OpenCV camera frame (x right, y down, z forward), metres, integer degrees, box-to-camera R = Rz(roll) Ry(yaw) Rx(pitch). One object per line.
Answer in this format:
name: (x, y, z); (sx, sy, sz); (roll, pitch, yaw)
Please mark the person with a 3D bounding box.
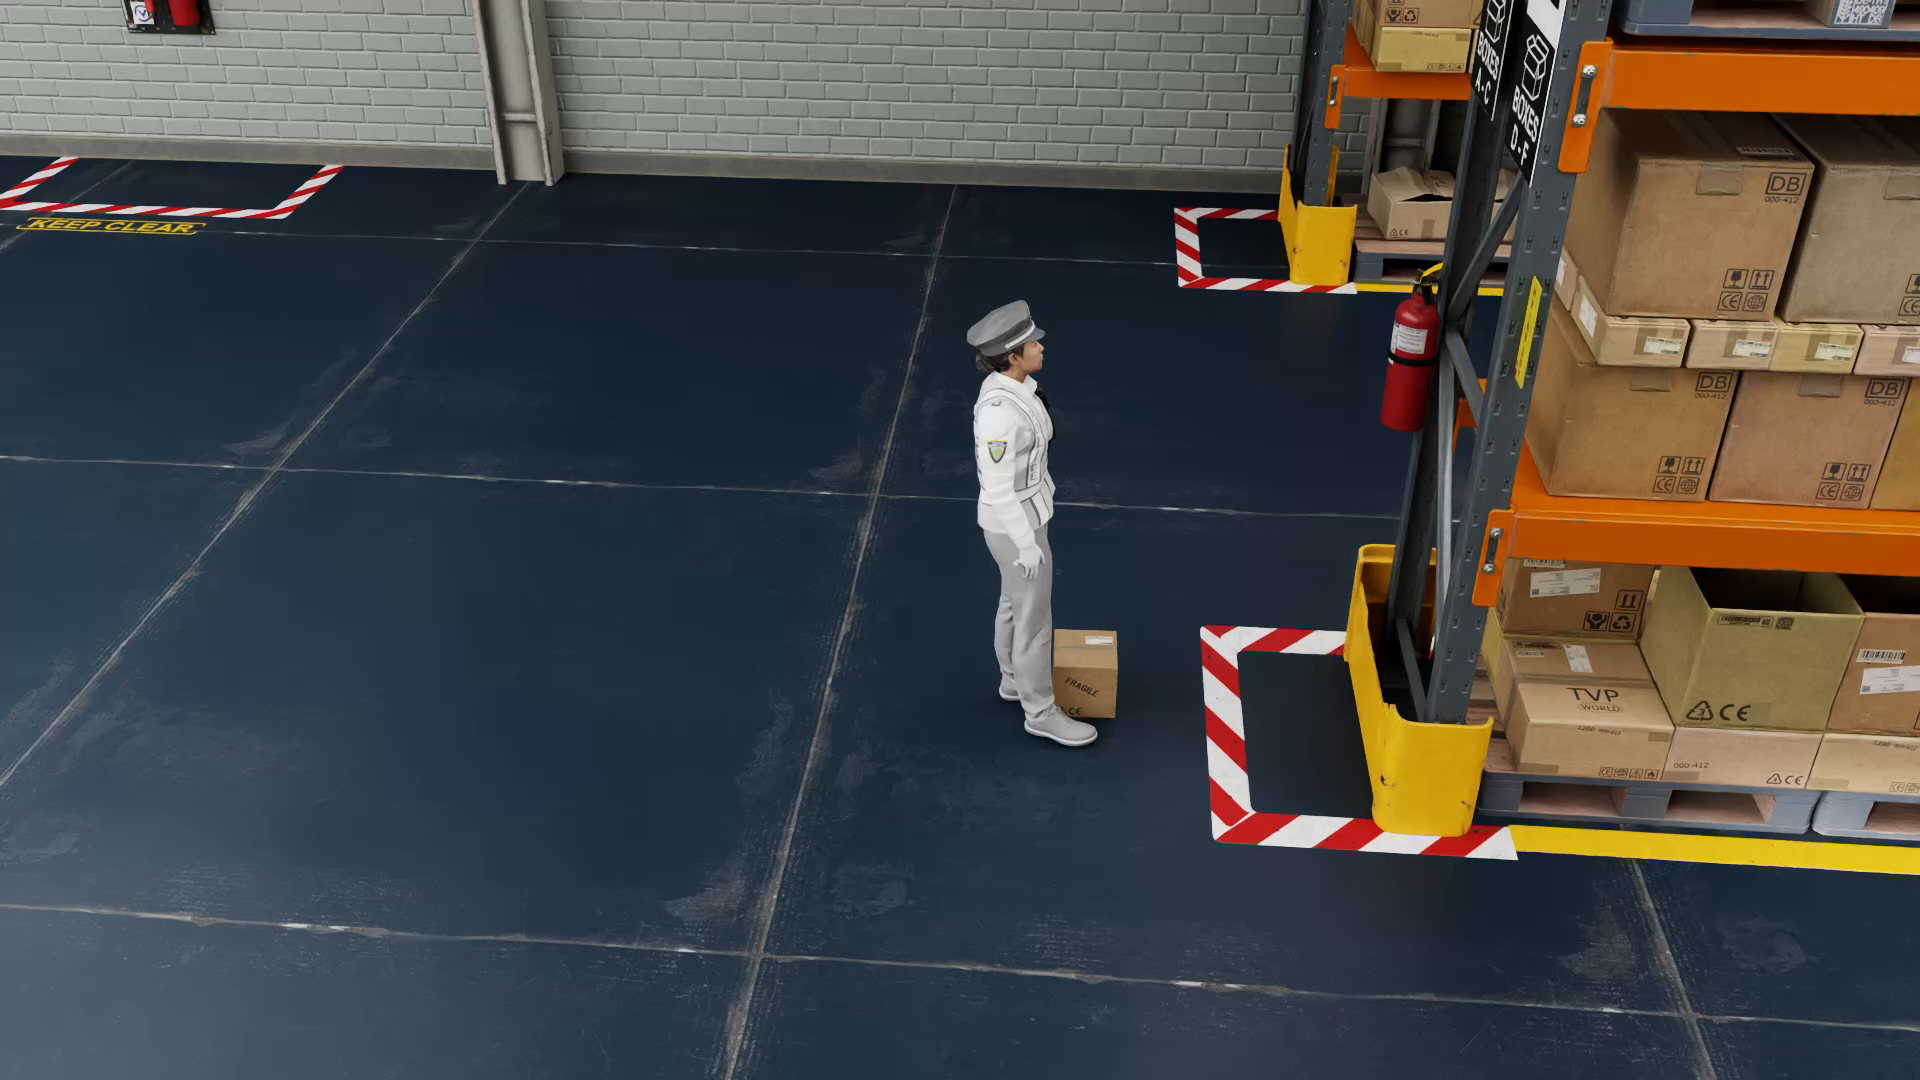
person: (0.286, -0.081, 6.217); (0.532, 1.695, 0.587); (3, 32, 4)
